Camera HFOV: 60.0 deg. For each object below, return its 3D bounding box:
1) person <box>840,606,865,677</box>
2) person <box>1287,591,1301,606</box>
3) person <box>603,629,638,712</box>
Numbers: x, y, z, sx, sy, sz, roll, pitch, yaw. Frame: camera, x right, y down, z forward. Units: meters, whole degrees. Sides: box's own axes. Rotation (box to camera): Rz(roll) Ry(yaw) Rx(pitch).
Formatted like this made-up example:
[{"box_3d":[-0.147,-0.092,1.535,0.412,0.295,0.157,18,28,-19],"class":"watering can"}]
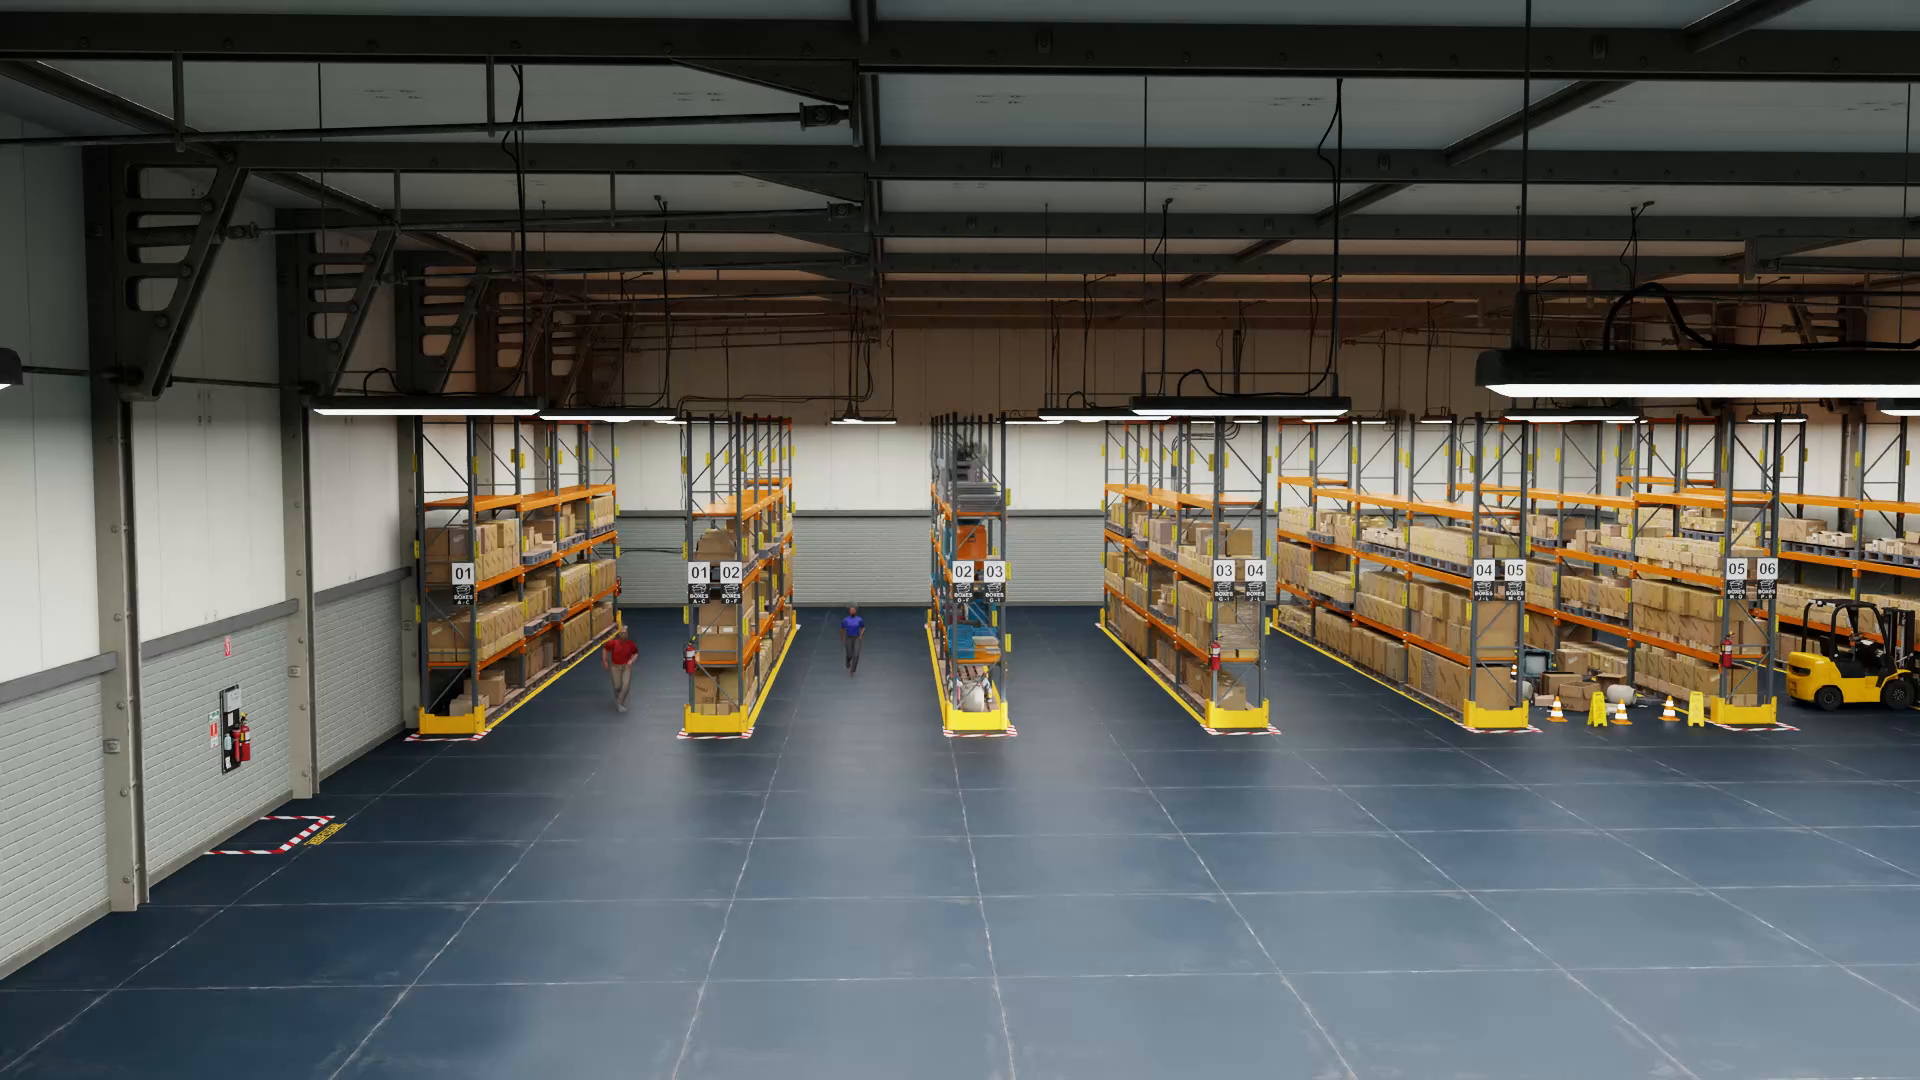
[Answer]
[{"box_3d":[-2.472,2.366,38.350,0.582,1.532,0.578,-1,4,-10],"class":"person"},{"box_3d":[9.921,1.547,48.897,0.674,1.742,0.710,3,5,33],"class":"person"},{"box_3d":[-6.851,2.619,33.606,0.702,1.685,0.704,-1,4,-19],"class":"person"}]
